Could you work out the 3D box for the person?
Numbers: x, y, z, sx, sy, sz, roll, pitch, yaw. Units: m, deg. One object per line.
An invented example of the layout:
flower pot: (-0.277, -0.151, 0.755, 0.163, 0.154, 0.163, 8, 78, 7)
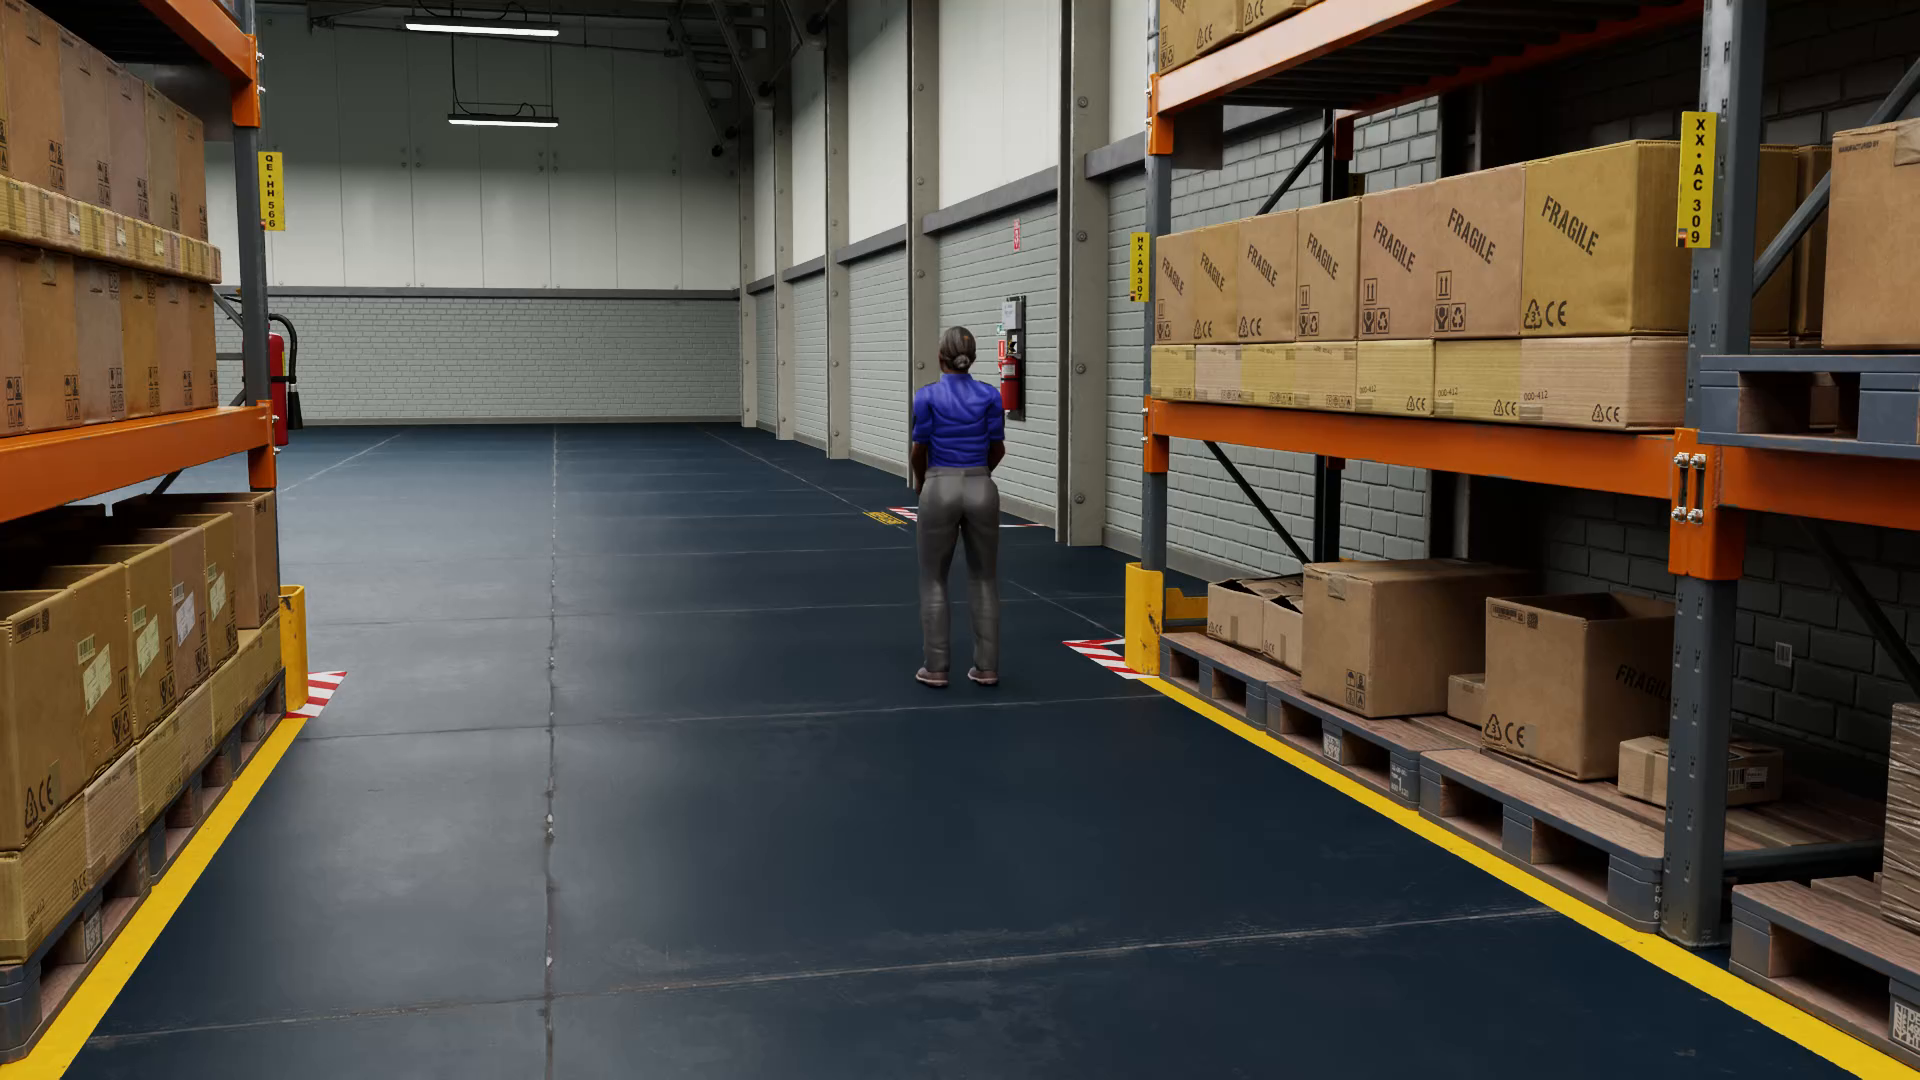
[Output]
person: (-0.020, -0.159, 7.713, 0.450, 1.647, 0.517, -1, 6, -10)
